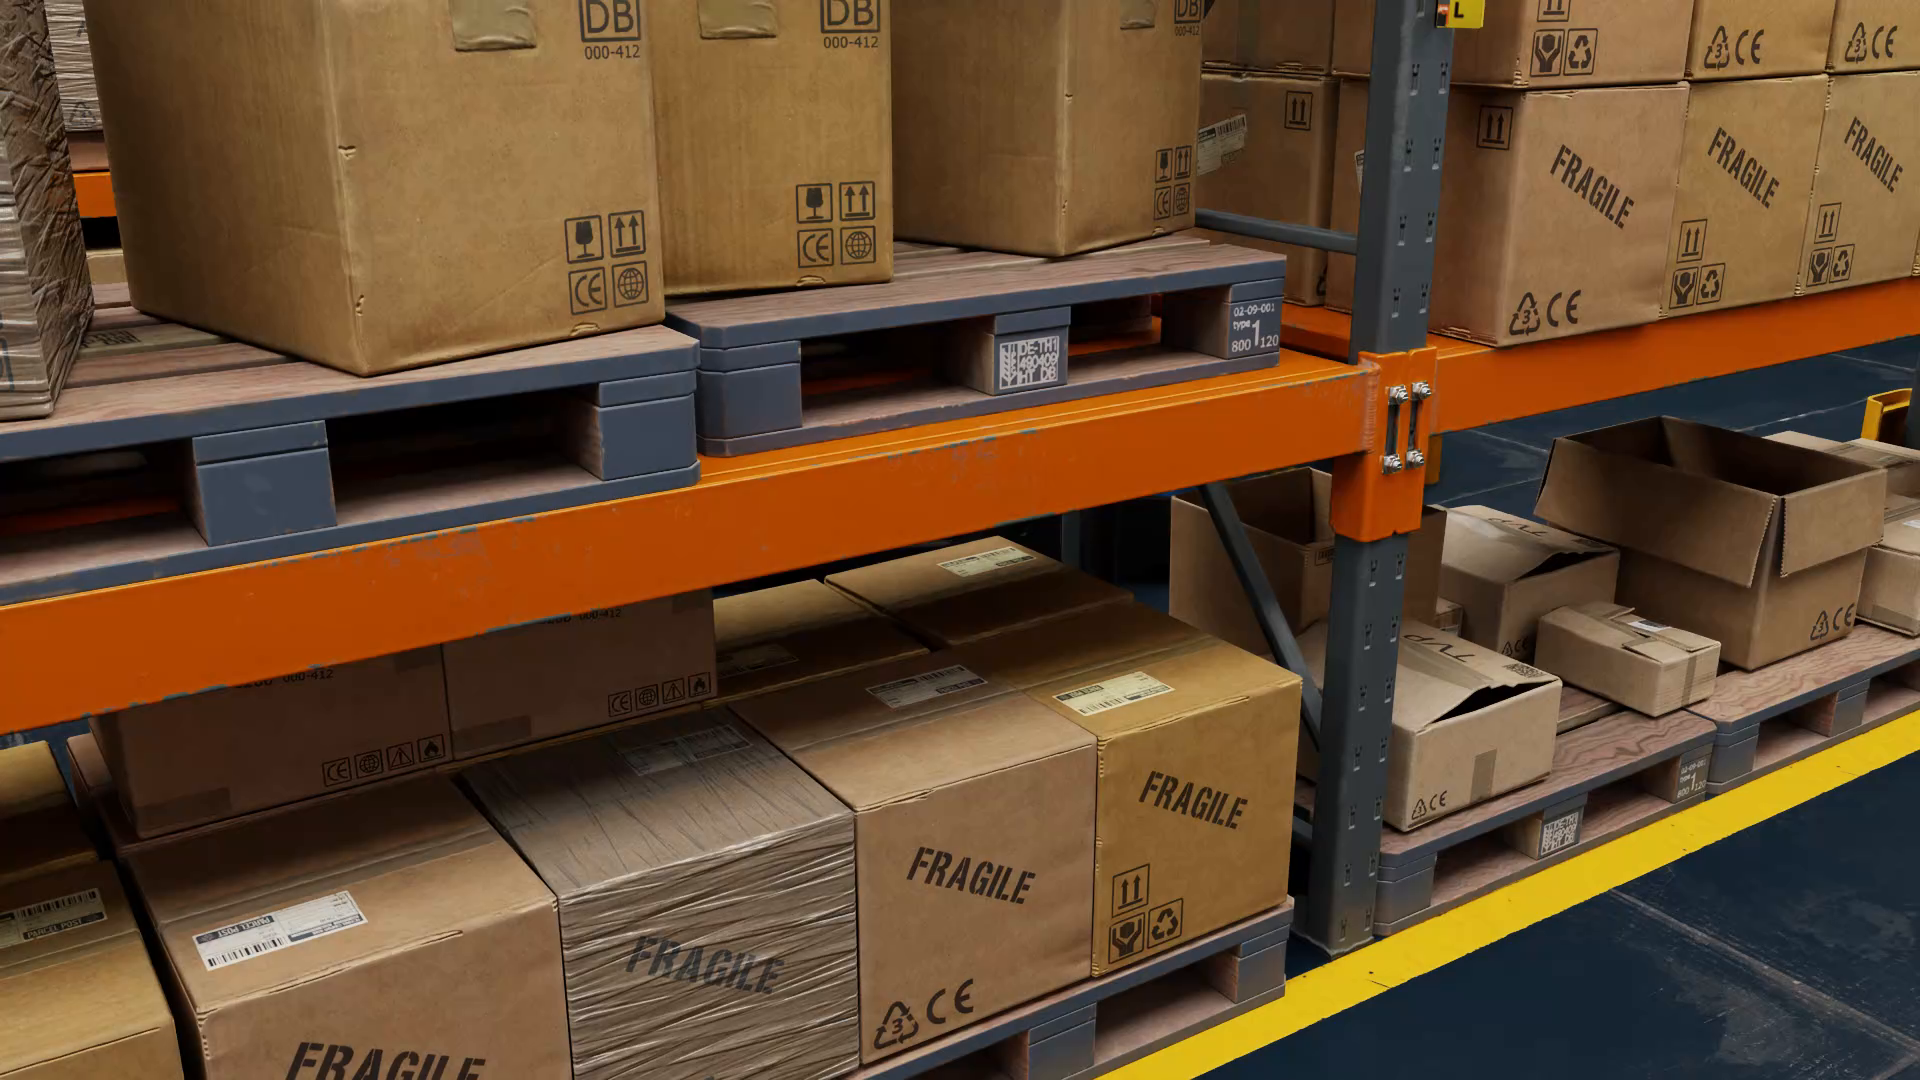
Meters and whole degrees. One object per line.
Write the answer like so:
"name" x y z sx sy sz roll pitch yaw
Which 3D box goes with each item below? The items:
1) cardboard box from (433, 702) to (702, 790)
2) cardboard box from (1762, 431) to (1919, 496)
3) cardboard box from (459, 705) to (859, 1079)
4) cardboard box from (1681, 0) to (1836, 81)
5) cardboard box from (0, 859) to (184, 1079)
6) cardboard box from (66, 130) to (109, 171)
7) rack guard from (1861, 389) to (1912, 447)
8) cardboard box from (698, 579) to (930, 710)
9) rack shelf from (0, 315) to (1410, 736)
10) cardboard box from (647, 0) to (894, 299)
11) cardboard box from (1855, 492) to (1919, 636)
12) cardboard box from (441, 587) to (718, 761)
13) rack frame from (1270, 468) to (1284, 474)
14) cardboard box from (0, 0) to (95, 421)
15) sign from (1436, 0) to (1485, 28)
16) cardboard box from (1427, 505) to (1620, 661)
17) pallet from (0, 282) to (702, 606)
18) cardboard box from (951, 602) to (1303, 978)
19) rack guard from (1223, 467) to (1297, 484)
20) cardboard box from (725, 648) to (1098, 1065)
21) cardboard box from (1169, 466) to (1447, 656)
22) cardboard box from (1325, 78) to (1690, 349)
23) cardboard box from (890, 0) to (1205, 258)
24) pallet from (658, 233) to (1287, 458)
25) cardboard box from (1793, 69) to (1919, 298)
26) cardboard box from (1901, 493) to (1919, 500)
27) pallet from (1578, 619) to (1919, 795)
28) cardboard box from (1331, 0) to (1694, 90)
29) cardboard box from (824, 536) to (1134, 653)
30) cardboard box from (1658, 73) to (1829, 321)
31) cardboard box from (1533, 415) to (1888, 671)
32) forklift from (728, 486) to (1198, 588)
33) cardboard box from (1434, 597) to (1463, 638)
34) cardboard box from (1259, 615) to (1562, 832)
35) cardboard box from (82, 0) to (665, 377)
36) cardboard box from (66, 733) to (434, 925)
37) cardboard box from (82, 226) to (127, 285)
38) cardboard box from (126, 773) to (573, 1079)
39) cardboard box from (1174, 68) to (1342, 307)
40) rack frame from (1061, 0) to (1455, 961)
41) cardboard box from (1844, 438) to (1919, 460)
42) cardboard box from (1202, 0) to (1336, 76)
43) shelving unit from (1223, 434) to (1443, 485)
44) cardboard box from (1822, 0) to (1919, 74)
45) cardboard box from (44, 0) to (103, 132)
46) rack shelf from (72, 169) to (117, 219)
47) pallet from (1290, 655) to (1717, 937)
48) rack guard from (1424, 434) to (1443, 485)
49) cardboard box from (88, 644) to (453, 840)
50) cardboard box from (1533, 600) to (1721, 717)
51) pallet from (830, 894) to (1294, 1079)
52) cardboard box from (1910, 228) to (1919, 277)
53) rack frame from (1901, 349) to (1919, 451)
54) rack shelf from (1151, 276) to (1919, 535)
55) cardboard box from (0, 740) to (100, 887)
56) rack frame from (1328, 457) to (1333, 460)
"cardboard box" -0.823 0.517 3.247 0.500 0.500 0.500 -12 22 -31
"cardboard box" 2.889 -0.164 5.652 0.500 0.250 0.500 -12 22 -31
"cardboard box" -0.515 0.651 2.852 0.500 0.500 0.500 -12 22 -31
"cardboard box" 1.555 -1.281 3.633 0.500 0.500 0.500 -13 22 -33
"cardboard box" -1.371 0.835 2.309 0.500 0.500 0.500 -12 22 -32
"cardboard box" -3.363 -1.529 6.444 0.250 0.149 0.380 -13 22 -33
"rack guard" 3.853 -0.168 5.962 0.348 0.500 1.175 -12 22 -31
"cardboard box" -0.401 0.431 3.501 0.500 0.500 0.500 -12 22 -31
"rack shelf" -1.094 0.032 2.591 4.000 0.370 1.077 -12 22 -31
"cardboard box" -0.482 -0.746 2.956 0.500 0.500 0.700 -8 20 -23
"cardboard box" 2.788 0.049 5.022 0.500 0.250 0.500 -12 22 -31
"cardboard box" -0.797 0.155 3.147 0.500 0.250 0.500 -12 22 -31
"rack frame" 1.038 -0.794 6.252 0.032 1.500 0.500 -17 25 -40
"cardboard box" -1.432 -0.454 2.093 0.500 0.500 0.700 -8 20 -21
"sign" 0.884 -1.062 2.895 0.005 0.325 0.100 -12 22 -31
"cardboard box" 1.522 0.096 4.790 0.500 0.311 0.500 -12 22 -31
"pallet" -1.143 -0.210 2.481 1.213 0.211 1.003 -12 22 -31
"cardboard box" 0.322 0.478 3.363 0.500 0.500 0.500 -12 22 -32
"rack guard" 1.053 -0.206 6.465 0.087 0.250 0.587 -17 25 -40
"cardboard box" -0.096 0.563 3.112 0.500 0.500 0.500 -12 22 -31
"cardboard box" 0.896 0.138 4.369 0.500 0.500 0.500 -12 22 -31
"cardboard box" 1.152 -0.726 3.551 0.500 0.500 0.500 -11 22 -30
"cardboard box" 0.058 -0.884 3.364 0.700 0.500 0.500 14 23 35
"pallet" -0.151 -0.459 3.218 1.213 0.211 1.003 -12 22 -31
"cardboard box" 1.997 -0.904 4.079 0.500 0.500 0.500 -12 22 -32
"cardboard box" 3.211 -0.023 5.367 0.250 0.166 0.380 -12 22 -31
"pallet" 2.170 0.323 4.961 1.213 0.211 1.003 -12 22 -31
"cardboard box" 1.124 -1.190 3.364 0.500 0.500 0.500 -11 22 -30
"cardboard box" 0.038 0.334 3.788 0.500 0.500 0.500 -13 23 -34
"cardboard box" 1.578 -0.817 3.821 0.500 0.500 0.500 -11 22 -30
"cardboard box" 2.142 -0.019 4.830 0.637 0.503 0.797 -12 22 -31
"forklift" -0.684 -1.393 5.788 3.031 2.935 1.130 0 19 -1
"cardboard box" 1.176 0.222 4.668 0.250 0.149 0.380 -12 22 -31
"cardboard box" 1.046 0.388 3.925 0.500 0.311 0.500 -12 22 -31
"cardboard box" -0.865 -0.580 2.465 0.700 0.500 0.500 16 24 39
"cardboard box" -1.245 0.606 2.984 0.500 0.500 0.500 -13 23 -33
"cardboard box" -3.363 -0.860 6.805 0.750 0.750 0.750 -11 22 -30
"cardboard box" -0.938 0.741 2.585 0.500 0.500 0.500 -13 23 -33
"cardboard box" 0.853 -0.865 3.965 0.500 0.500 0.500 -11 22 -31
"rack frame" 0.576 -0.661 3.517 0.127 3.000 1.000 -12 22 -31
"cardboard box" 3.378 -0.242 6.041 0.250 0.149 0.380 -12 22 -31
"cardboard box" 0.856 -1.341 3.810 0.500 0.500 0.500 -12 22 -31
"shelving unit" 1.418 -0.907 6.586 1.083 1.500 0.587 -17 25 -40
"cardboard box" 1.985 -1.372 3.901 0.500 0.500 0.500 -13 22 -33
"cardboard box" -3.243 -1.856 6.399 0.500 0.500 0.500 -12 22 -31
"rack shelf" -3.822 -1.293 6.508 4.000 0.370 1.077 -12 22 -31
"pallet" 1.150 0.539 4.321 1.213 0.211 1.003 -12 22 -31
"rack guard" 1.782 -0.423 7.107 0.087 0.250 0.587 -17 25 -40
"cardboard box" -1.216 0.244 2.885 0.500 0.250 0.500 -12 22 -32
"cardboard box" 1.763 0.301 4.407 0.250 0.166 0.380 -12 22 -31
"pallet" -0.082 0.813 3.510 1.213 0.211 1.003 -12 22 -31
"cardboard box" 2.421 -0.994 4.346 0.500 0.500 0.500 -12 22 -32
"rack frame" 3.917 -1.366 5.601 0.127 3.000 1.000 -12 22 -31
"rack shelf" 2.247 -0.673 4.675 4.000 0.370 1.077 -12 22 -31
"cardboard box" -1.680 0.700 2.706 0.500 0.500 0.500 -13 23 -33
"rack frame" 1.783 -1.016 6.908 0.032 1.500 0.500 -17 25 -40
